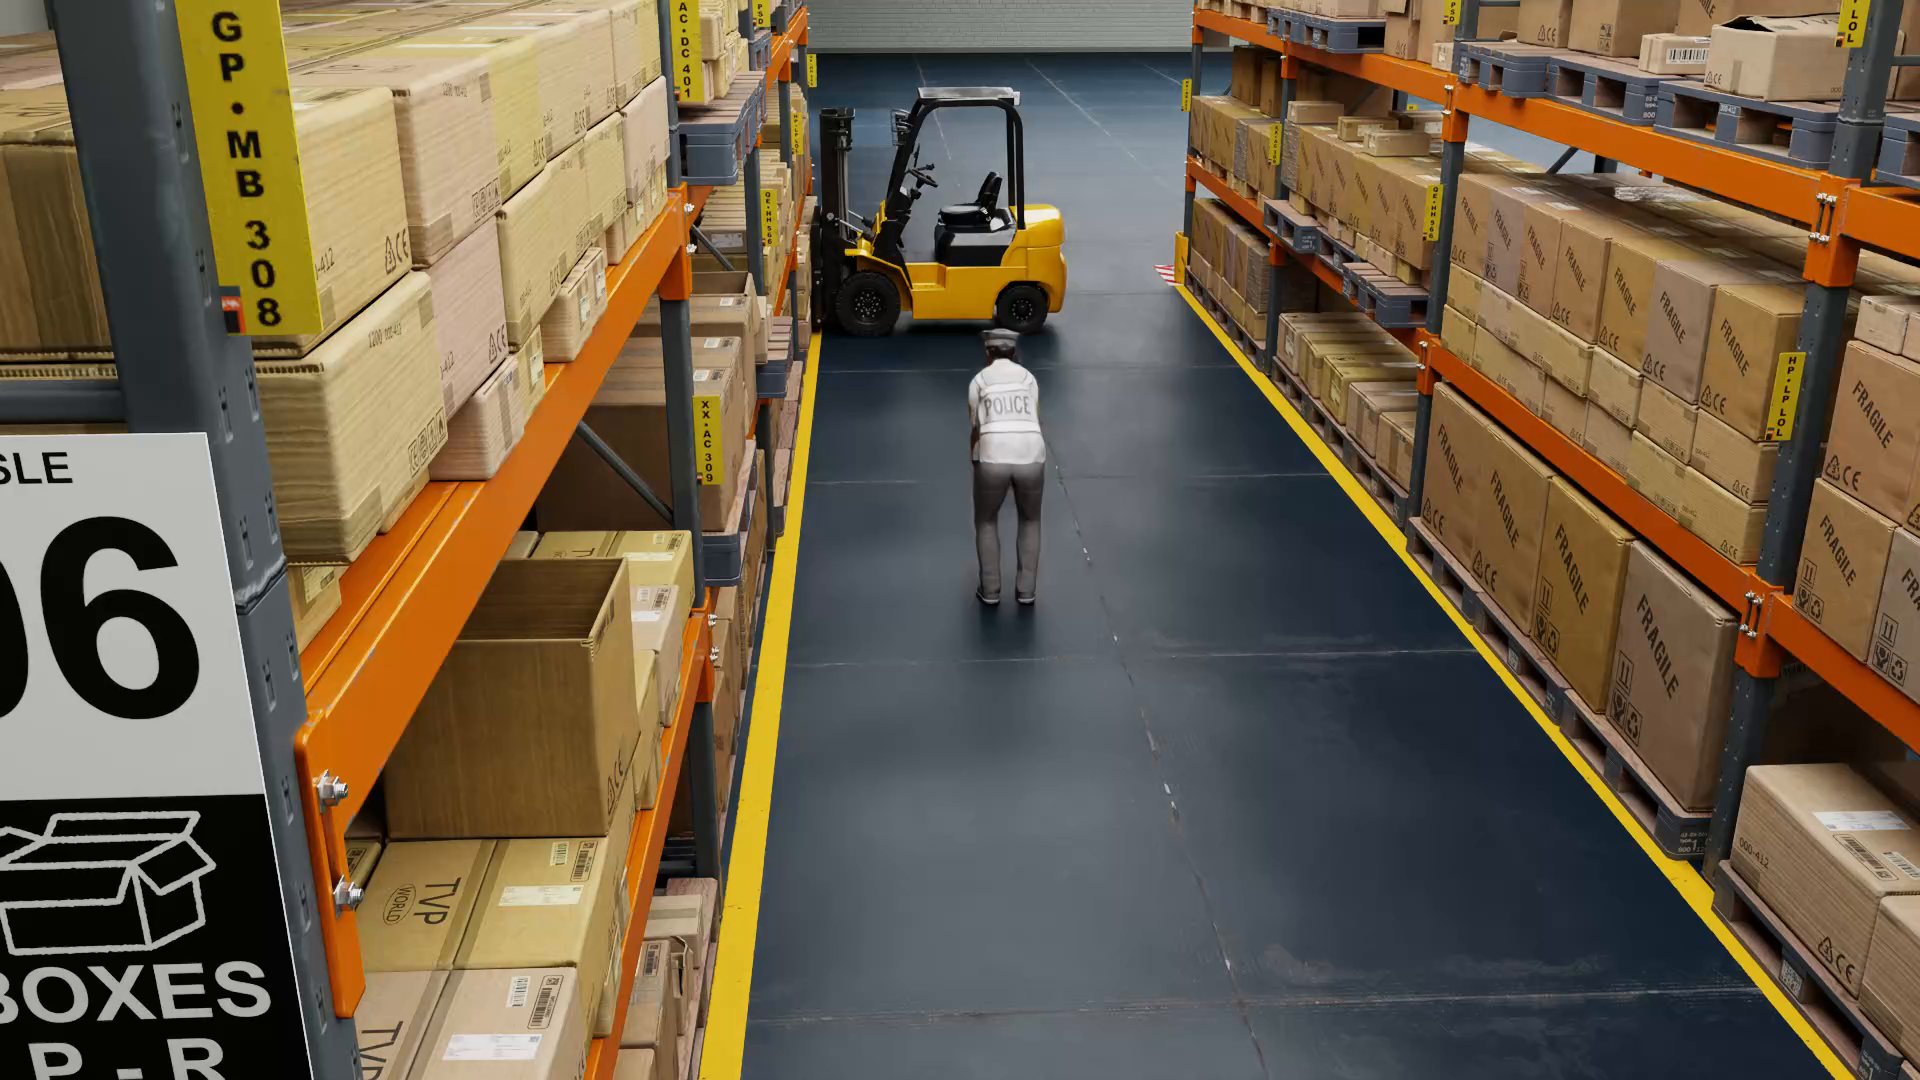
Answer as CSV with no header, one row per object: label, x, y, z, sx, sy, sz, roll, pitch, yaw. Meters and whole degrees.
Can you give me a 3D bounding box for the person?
person,0.254,-0.405,9.386,0.411,1.514,0.717,-2,21,-4
